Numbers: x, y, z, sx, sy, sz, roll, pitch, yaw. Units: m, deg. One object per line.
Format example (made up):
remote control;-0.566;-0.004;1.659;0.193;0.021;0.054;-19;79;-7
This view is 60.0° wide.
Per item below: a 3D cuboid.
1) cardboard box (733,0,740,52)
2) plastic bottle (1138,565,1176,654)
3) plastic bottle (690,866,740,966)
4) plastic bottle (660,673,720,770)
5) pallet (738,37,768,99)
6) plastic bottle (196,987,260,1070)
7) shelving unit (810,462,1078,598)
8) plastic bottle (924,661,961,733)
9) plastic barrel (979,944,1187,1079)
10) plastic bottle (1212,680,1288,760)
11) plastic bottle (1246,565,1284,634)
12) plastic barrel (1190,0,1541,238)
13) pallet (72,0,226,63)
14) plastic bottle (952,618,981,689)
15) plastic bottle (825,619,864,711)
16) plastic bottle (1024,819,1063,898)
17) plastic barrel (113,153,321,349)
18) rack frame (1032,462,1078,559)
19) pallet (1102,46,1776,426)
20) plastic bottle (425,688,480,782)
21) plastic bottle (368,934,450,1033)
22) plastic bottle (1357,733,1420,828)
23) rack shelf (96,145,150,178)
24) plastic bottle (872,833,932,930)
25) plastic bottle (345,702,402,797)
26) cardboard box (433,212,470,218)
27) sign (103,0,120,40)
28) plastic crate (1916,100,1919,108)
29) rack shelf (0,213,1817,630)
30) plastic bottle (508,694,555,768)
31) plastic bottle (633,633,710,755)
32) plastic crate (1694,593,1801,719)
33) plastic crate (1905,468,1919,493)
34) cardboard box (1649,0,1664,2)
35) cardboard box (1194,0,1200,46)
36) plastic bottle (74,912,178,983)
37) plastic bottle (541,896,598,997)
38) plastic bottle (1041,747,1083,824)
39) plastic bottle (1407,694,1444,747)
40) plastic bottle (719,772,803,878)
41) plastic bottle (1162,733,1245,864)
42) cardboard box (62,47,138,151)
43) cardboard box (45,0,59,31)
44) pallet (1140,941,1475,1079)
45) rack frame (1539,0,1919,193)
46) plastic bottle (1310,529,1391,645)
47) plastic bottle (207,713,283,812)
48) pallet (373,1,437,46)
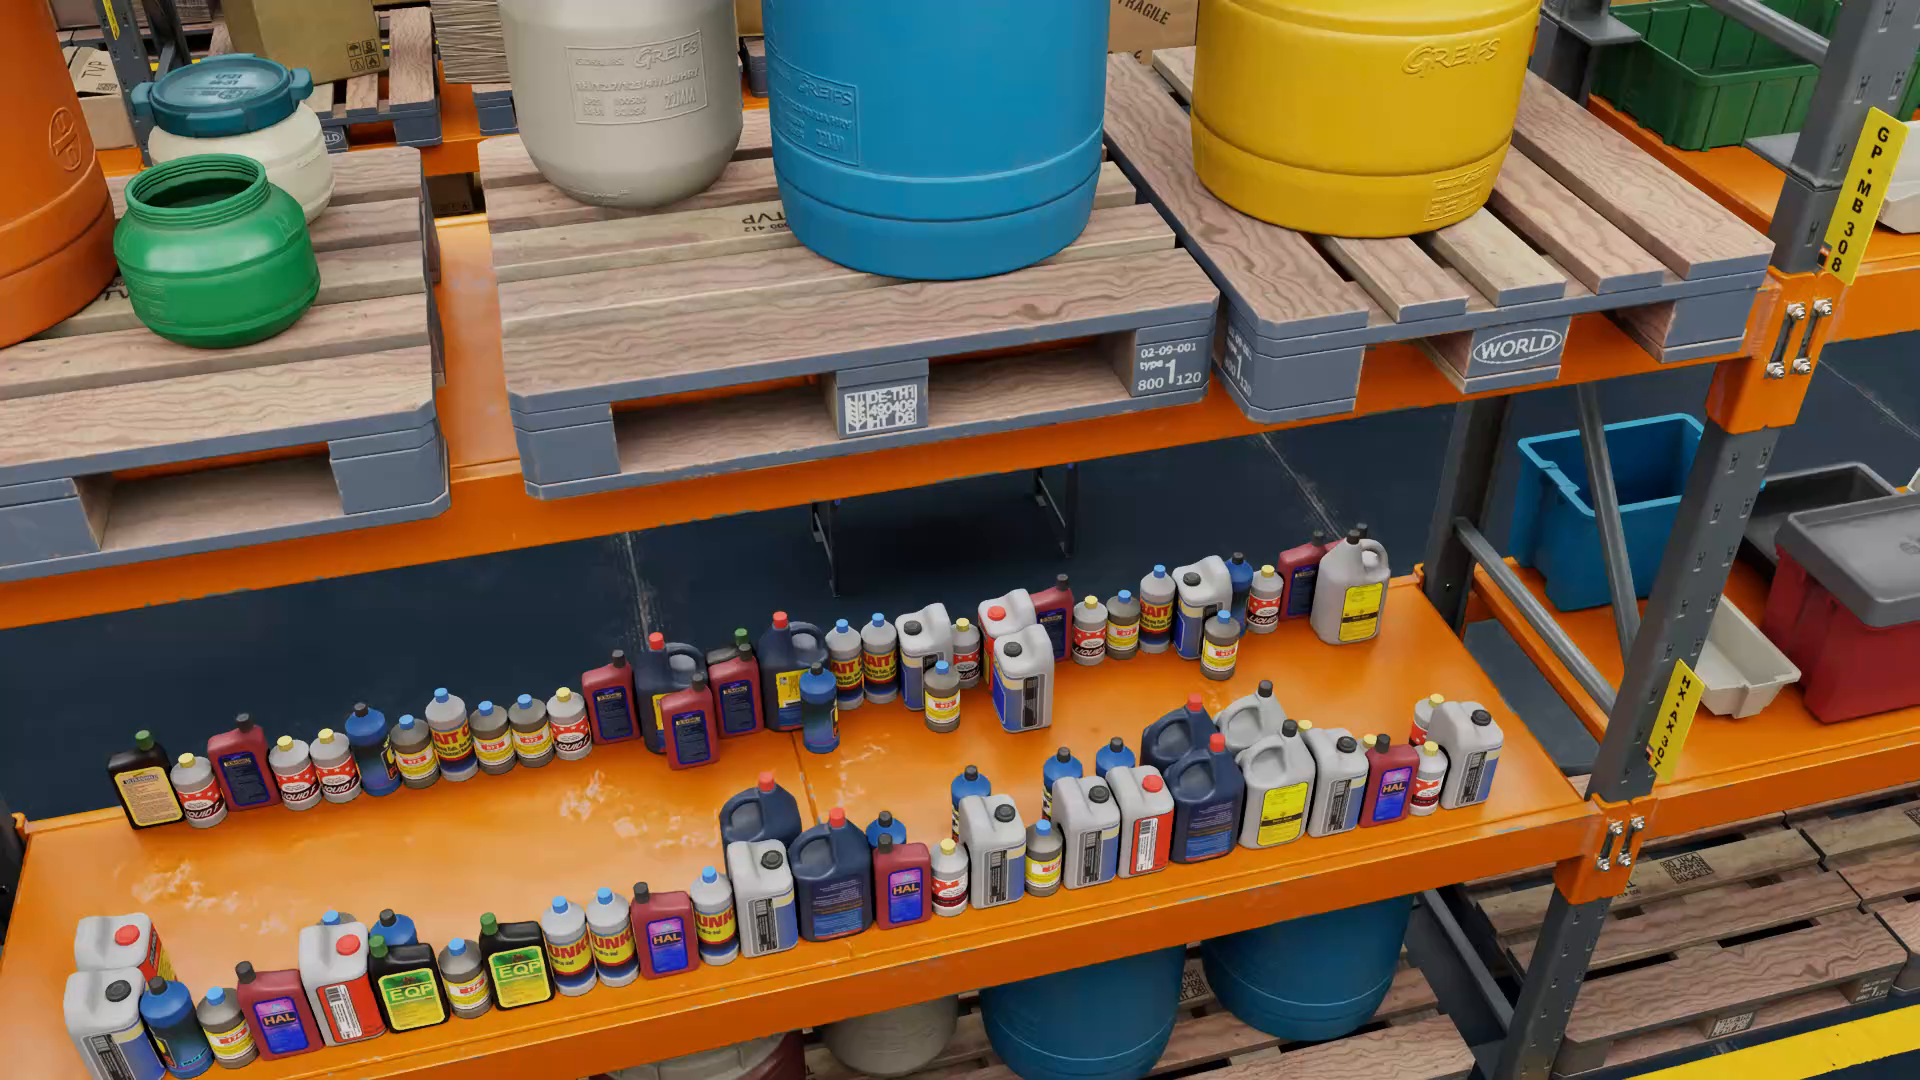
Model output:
cardboard box;-1.411;-2.572;7.716;0.500;0.500;0.700;-19;41;-23
plastic bottle;0.548;0.185;4.645;0.097;0.271;0.097;0;37;0
plastic bottle;-0.559;0.845;3.783;0.097;0.271;0.097;0;37;0
plastic bottle;-0.696;0.464;4.271;0.133;0.283;0.061;-9;38;-12
pallet;-0.521;-2.543;8.264;1.213;0.211;1.003;-9;38;-12
plastic bottle;-1.580;1.040;3.585;0.097;0.201;0.097;0;37;0
shelving unit;-0.082;-0.582;6.777;1.048;1.500;0.538;-9;38;-12
plastic bottle;-0.047;0.406;4.413;0.097;0.201;0.097;0;37;0
plastic barrel;0.353;1.079;4.752;0.708;0.901;0.600;-9;38;-12
plastic bottle;0.727;0.497;4.173;0.185;0.351;0.144;-9;38;-12
plastic bottle;0.866;0.161;4.734;0.097;0.201;0.097;0;37;0
plastic barrel;0.738;-0.945;3.048;0.600;0.588;0.600;0;37;0
pallet;-5.633;-3.723;11.943;1.213;0.211;1.003;-9;38;-12
plastic bottle;0.007;0.302;4.550;0.097;0.201;0.097;0;37;0
plastic bottle;-0.311;0.326;4.461;0.097;0.271;0.097;0;37;0
plastic bottle;0.196;0.748;3.966;0.097;0.201;0.097;0;37;0
plastic barrel;-1.212;-0.472;2.711;0.294;0.245;0.294;0;37;0
rack frame;0.408;-0.663;6.882;0.032;1.500;0.500;-9;38;-12
pallet;0.835;-0.711;3.397;1.003;0.211;1.213;-9;38;-12
plastic bottle;-1.301;0.489;4.248;0.097;0.271;0.097;0;37;0
plastic bottle;-1.205;0.957;3.626;0.133;0.283;0.061;-9;38;-12
plastic bottle;1.059;0.586;4.111;0.133;0.283;0.061;-9;38;-12
rack shelf;-5.514;-1.446;7.263;4.000;0.370;1.077;-9;38;-12
plastic bottle;-0.134;0.782;3.855;0.133;0.283;0.061;-9;38;-12
plastic bottle;-1.489;0.519;4.208;0.097;0.271;0.097;0;37;0
cardboard box;-2.741;-1.516;8.458;0.500;0.500;0.500;-8;38;-10
sign;-3.435;-2.183;6.682;0.005;0.325;0.100;-9;38;-12
plastic crate;2.362;-1.232;4.061;0.300;0.233;0.416;-9;38;-12
rack shelf;-0.364;-0.365;3.381;4.000;0.370;1.077;-9;38;-12
plastic bottle;-1.113;0.486;4.310;0.097;0.201;0.097;0;37;0
plastic bottle;-0.748;0.381;4.324;0.185;0.351;0.144;-9;38;-12
plastic crate;2.053;0.315;4.537;0.243;0.136;0.396;-9;38;-12
plastic crate;3.169;-0.147;5.141;0.466;0.136;0.293;-9;38;-12
cardboard box;3.779;-3.125;8.784;0.500;0.500;0.500;-8;38;-11
cardboard box;1.335;-2.726;8.262;0.500;0.500;0.500;-9;38;-11
plastic bottle;-1.833;0.939;3.656;0.135;0.276;0.152;-9;38;-12
plastic bottle;-0.876;0.897;3.715;0.097;0.271;0.097;0;37;0
plastic bottle;0.250;0.616;4.082;0.097;0.271;0.097;0;37;0
plastic bottle;1.220;0.485;4.311;0.097;0.201;0.097;0;37;0
plastic bottle;-0.469;0.688;3.923;0.185;0.351;0.144;-9;38;-12
plastic bottle;0.586;0.610;4.024;0.185;0.351;0.144;-9;38;-12
cardboard box;-3.945;-1.981;7.444;0.500;0.311;0.500;-7;38;-9
cardboard box;-6.559;-3.882;11.551;0.500;0.500;0.700;-10;38;-12
pallet;0.811;1.429;5.208;1.213;0.211;1.003;-9;38;-12
rack frame;1.567;-2.159;2.666;0.127;3.000;1.000;-9;38;-12
plastic bottle;1.103;0.116;4.671;0.185;0.351;0.144;-9;38;-12
plastic bottle;-1.793;0.553;4.154;0.133;0.283;0.061;-9;38;-12
pallet;-4.097;-3.927;12.209;1.213;0.211;1.003;-9;38;-12
